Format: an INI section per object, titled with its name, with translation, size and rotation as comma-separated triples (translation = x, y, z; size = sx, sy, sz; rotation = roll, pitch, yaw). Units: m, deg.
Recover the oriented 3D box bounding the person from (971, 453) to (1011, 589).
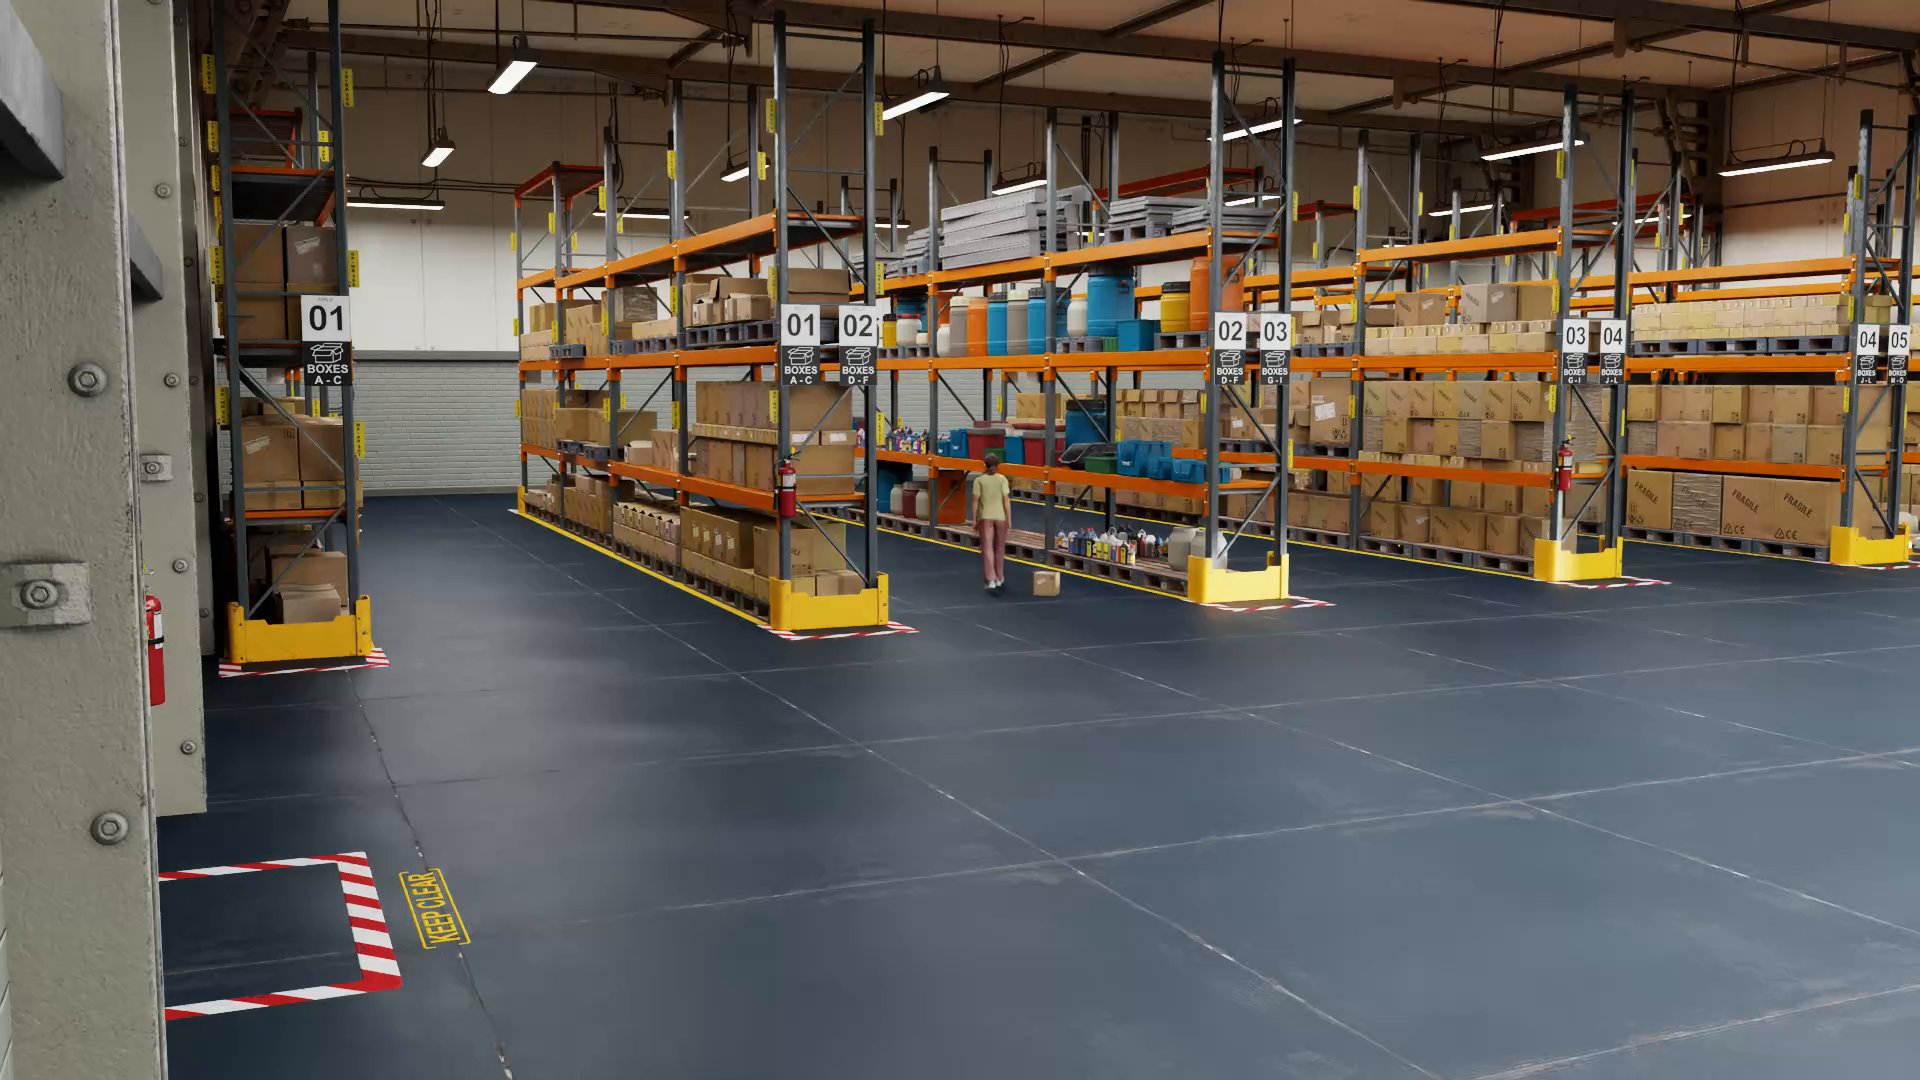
[person]
translation = 0.359, -0.219, 19.488
size = 0.451, 1.604, 1.097
rotation = -1, 5, -6
